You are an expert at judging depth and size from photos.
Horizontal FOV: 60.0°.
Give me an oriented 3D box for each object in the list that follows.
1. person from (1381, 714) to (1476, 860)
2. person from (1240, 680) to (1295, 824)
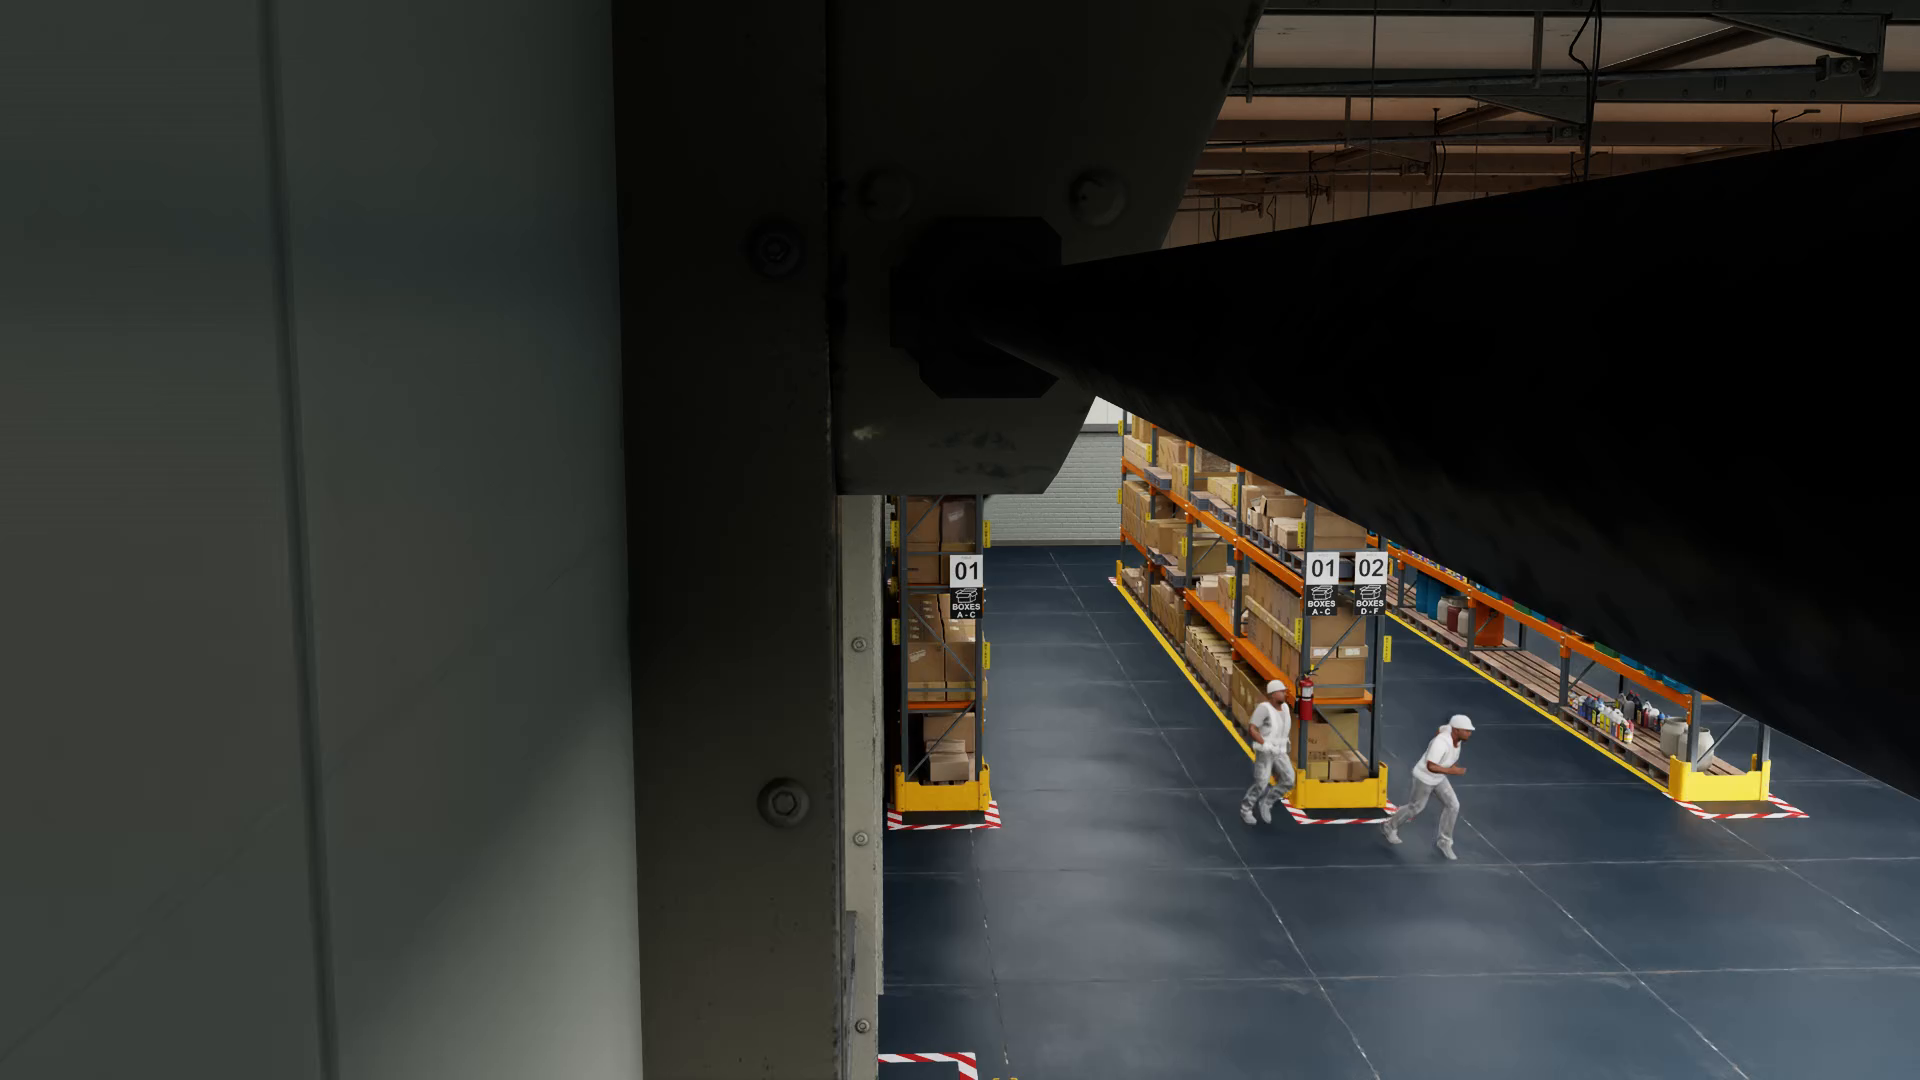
[{"bbox_3d":[5.319,2.767,18.886,1.030,1.716,0.745,6,10,36],"label":"person"},{"bbox_3d":[3.762,2.537,19.996,0.749,1.728,0.575,-6,10,-35],"label":"person"}]
